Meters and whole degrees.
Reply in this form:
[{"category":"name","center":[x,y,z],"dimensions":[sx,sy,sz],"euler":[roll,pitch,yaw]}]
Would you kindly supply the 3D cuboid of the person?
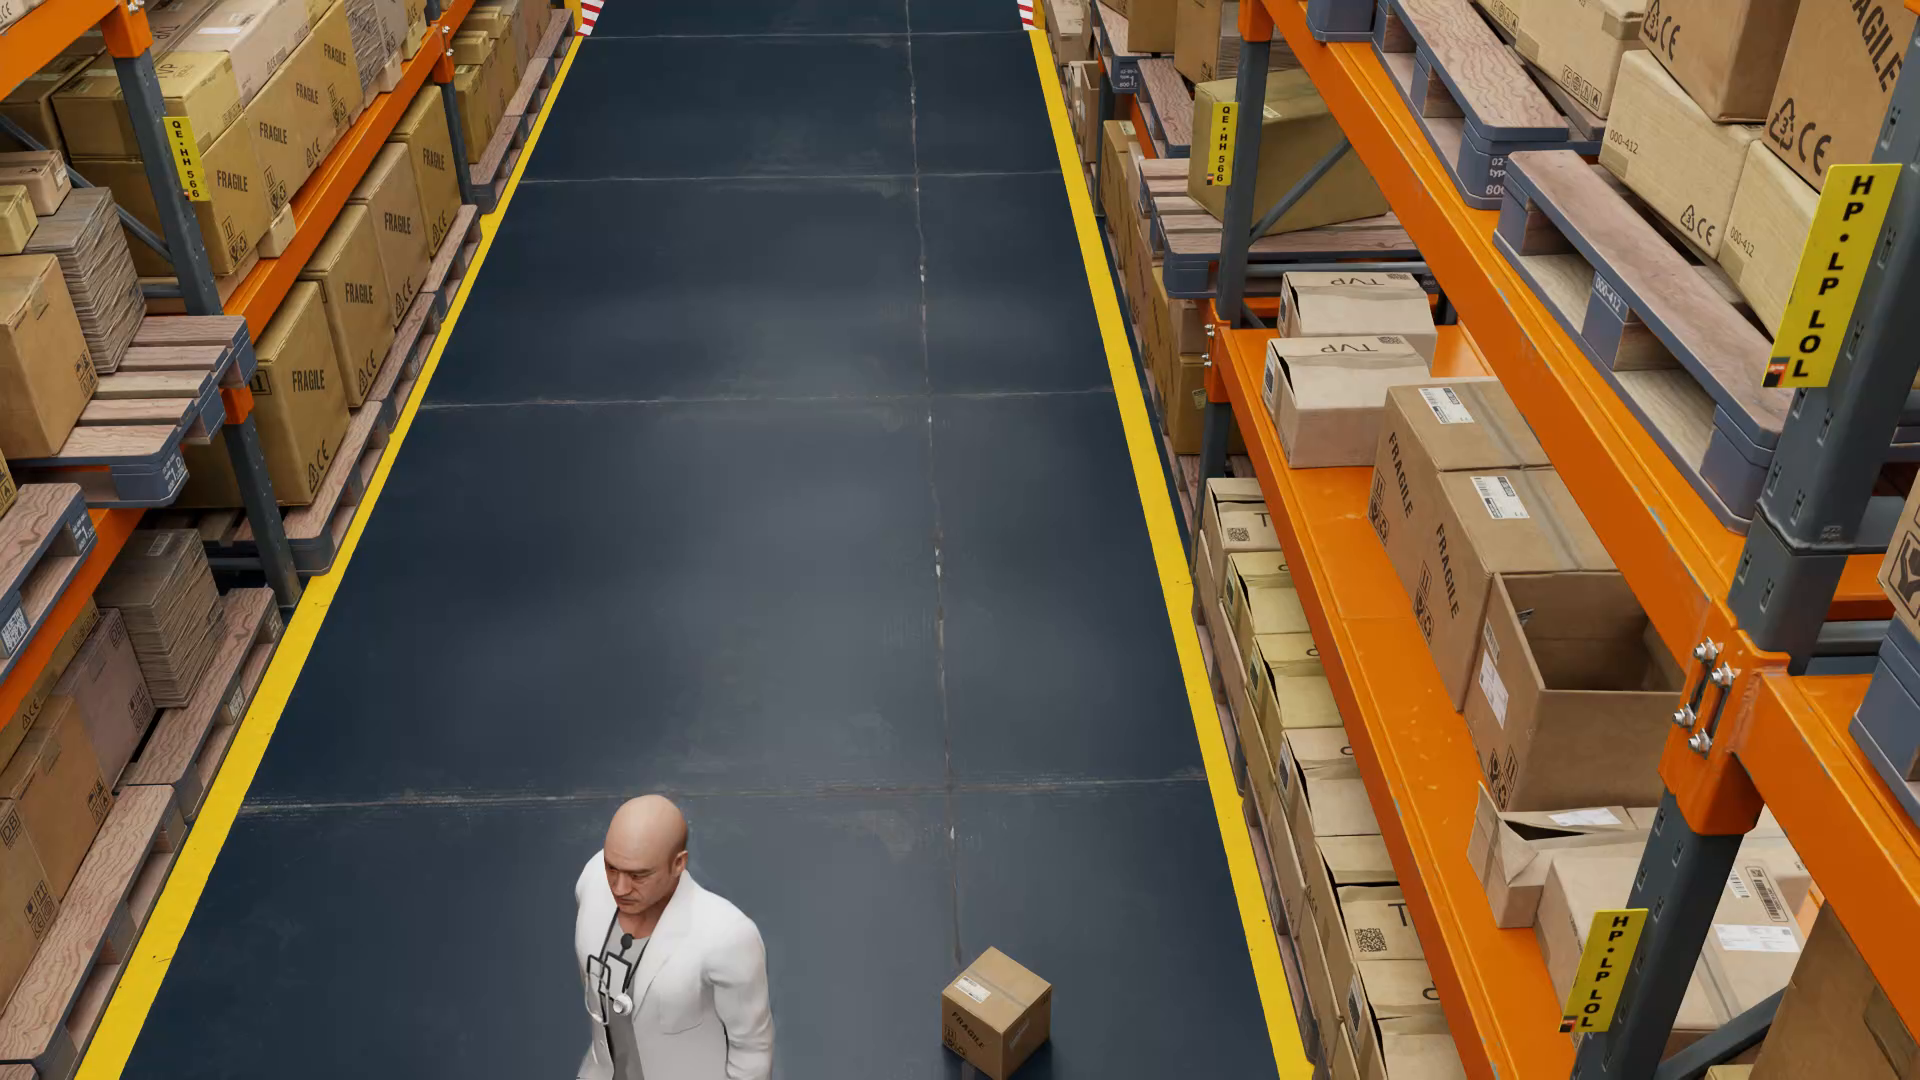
[{"category":"person","center":[-0.736,1.364,4.151],"dimensions":[0.592,1.790,0.499],"euler":[18,39,24]}]
